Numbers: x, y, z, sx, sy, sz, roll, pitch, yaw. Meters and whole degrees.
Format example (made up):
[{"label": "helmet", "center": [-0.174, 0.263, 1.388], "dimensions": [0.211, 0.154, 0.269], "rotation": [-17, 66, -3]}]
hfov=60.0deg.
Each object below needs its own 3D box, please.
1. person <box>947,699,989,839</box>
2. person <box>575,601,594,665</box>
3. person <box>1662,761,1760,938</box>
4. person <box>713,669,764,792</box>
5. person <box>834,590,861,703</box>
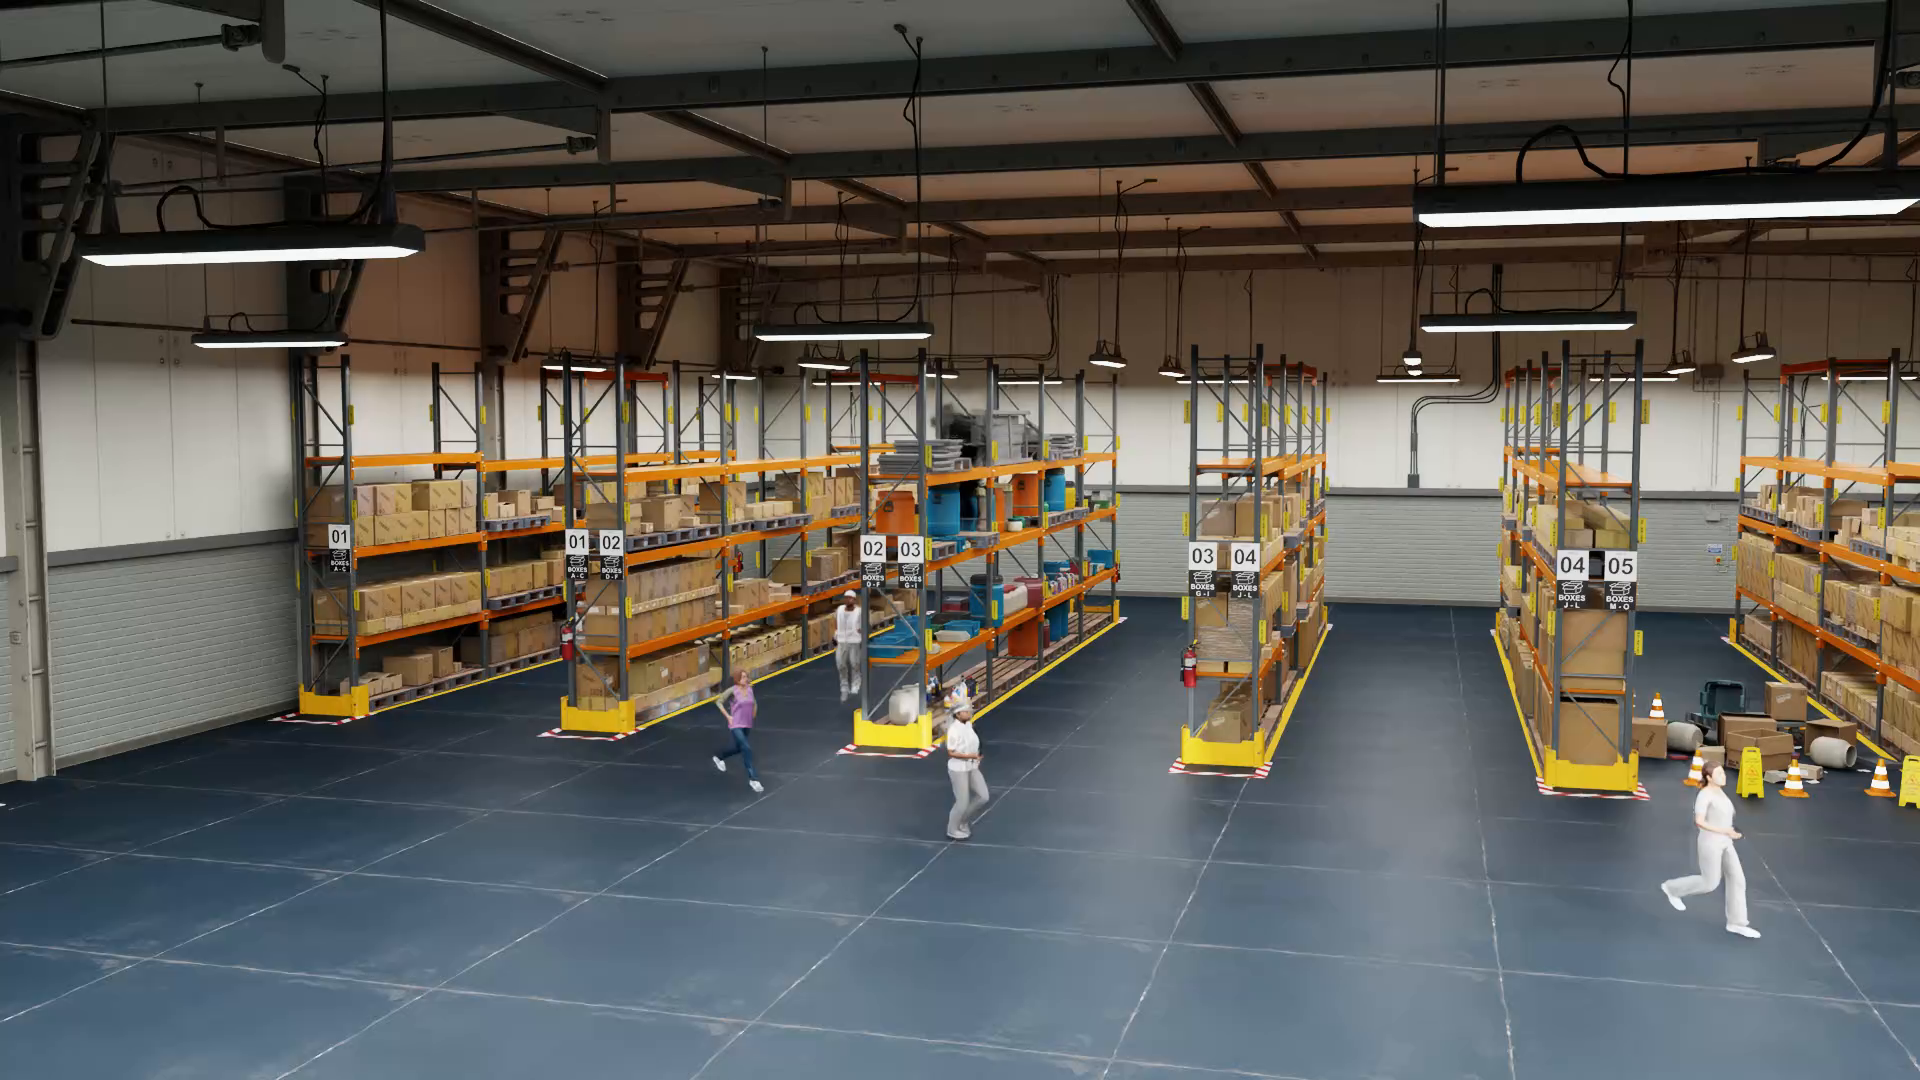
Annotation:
[{"label": "person", "center": [0.104, 2.702, 19.532], "dimensions": [0.585, 1.667, 0.562], "rotation": [3, 5, 37]}, {"label": "person", "center": [-6.759, 1.916, 29.781], "dimensions": [0.599, 1.668, 0.937], "rotation": [1, 4, 10]}, {"label": "person", "center": [7.340, 2.968, 16.188], "dimensions": [0.583, 1.644, 0.945], "rotation": [-3, 6, -39]}, {"label": "person", "center": [-2.975, 2.534, 22.444], "dimensions": [1.020, 1.595, 0.506], "rotation": [3, 5, 36]}, {"label": "person", "center": [-1.870, 1.780, 27.836], "dimensions": [0.660, 1.886, 0.621], "rotation": [1, 4, 15]}]
